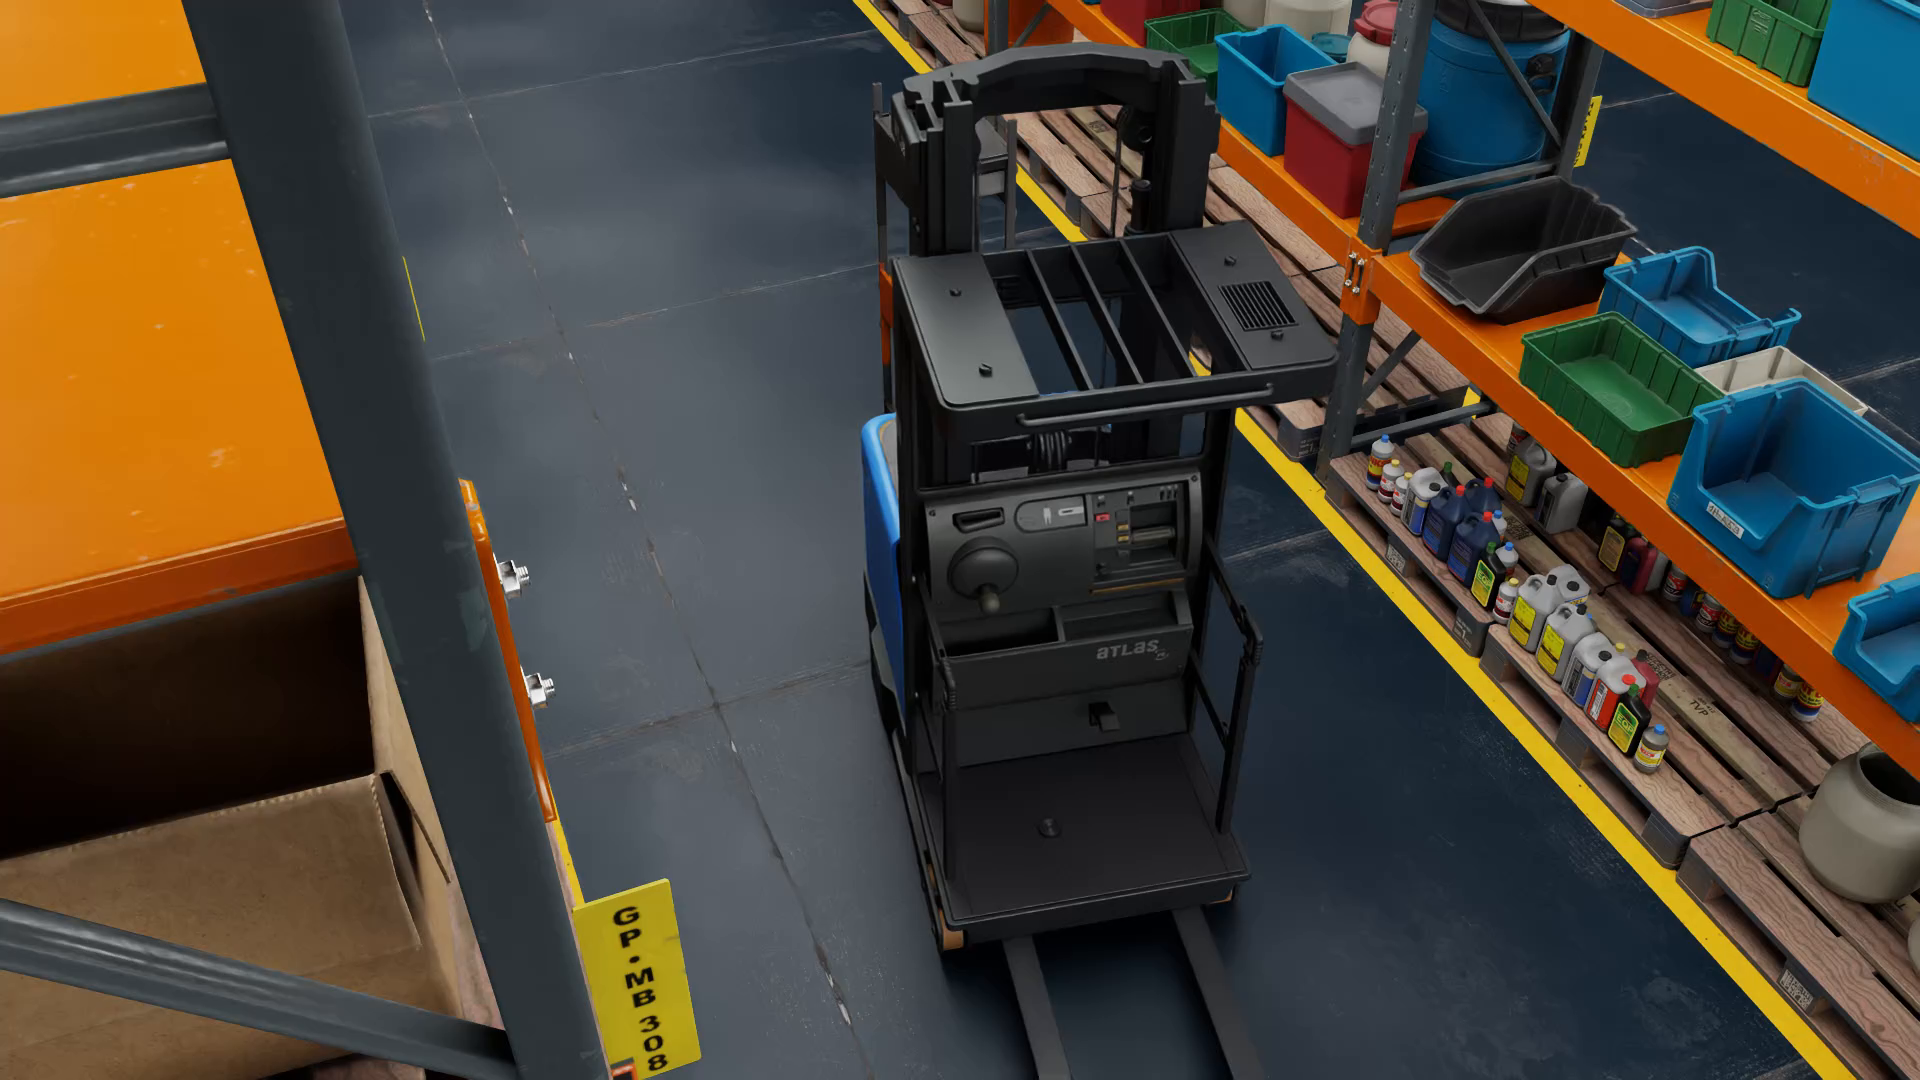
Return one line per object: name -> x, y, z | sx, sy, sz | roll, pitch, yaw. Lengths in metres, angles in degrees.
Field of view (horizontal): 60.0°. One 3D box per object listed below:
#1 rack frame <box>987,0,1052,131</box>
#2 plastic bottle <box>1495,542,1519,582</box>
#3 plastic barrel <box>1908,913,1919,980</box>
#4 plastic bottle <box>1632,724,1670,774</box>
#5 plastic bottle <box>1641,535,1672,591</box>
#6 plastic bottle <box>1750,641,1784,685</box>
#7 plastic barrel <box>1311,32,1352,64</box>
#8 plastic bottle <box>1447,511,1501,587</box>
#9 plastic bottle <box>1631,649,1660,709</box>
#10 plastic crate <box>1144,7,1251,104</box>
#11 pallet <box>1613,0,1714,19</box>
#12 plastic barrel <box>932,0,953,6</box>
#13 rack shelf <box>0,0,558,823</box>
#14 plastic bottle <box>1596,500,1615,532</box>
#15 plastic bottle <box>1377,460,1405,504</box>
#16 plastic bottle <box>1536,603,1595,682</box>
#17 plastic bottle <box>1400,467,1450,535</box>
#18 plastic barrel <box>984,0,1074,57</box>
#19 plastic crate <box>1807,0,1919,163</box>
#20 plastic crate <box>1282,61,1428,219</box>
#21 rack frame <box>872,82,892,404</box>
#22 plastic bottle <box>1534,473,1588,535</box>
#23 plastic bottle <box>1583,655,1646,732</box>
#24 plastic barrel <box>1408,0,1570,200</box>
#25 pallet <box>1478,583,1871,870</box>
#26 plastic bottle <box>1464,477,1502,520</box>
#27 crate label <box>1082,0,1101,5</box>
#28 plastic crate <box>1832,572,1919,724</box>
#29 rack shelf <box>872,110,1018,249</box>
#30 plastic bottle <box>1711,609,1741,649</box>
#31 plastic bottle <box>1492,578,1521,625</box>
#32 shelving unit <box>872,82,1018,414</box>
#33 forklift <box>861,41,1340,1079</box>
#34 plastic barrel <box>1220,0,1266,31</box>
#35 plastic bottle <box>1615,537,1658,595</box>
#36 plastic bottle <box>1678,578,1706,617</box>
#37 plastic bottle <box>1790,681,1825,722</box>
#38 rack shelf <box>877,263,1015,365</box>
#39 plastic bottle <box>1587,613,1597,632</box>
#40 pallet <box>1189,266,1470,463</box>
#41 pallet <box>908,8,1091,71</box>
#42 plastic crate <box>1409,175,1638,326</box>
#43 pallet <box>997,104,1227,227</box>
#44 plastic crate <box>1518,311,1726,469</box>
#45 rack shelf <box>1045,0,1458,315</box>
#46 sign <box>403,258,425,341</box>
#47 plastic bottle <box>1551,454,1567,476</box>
rack frame -> 0.660, -3.939, 9.949 | 1.000, 3.000, 0.127 | -15, 43, -17
plastic bottle -> 2.279, 0.121, 6.983 | 0.097, 0.271, 0.097 | 0, 41, 0
plastic barrel -> 3.399, 1.287, 5.458 | 0.421, 0.512, 0.421 | 0, 41, 0
plastic bottle -> 2.613, 0.777, 6.273 | 0.097, 0.201, 0.097 | 0, 41, 0
plastic bottle -> 2.959, 0.061, 7.048 | 0.152, 0.276, 0.135 | -14, 43, -16
plastic bottle -> 3.246, 0.432, 6.611 | 0.061, 0.283, 0.133 | -14, 43, -16
plastic barrel -> 1.826, -2.313, 8.164 | 0.301, 0.262, 0.301 | 0, 41, 0
plastic bottle -> 2.188, 0.011, 7.049 | 0.144, 0.351, 0.185 | -17, 43, -19
plastic bottle -> 2.640, 0.560, 6.462 | 0.061, 0.283, 0.133 | -15, 43, -17
plastic crate -> 1.263, -2.428, 8.354 | 0.450, 0.188, 0.662 | -15, 43, -17
pallet -> 2.557, -2.185, 5.753 | 1.213, 0.211, 1.003 | -15, 43, -17
plastic barrel -> 0.025, -4.155, 11.727 | 0.600, 0.588, 0.708 | -15, 43, -17
rack shelf -> -1.622, -0.942, 2.720 | 1.077, 0.370, 4.000 | -15, 43, -17
plastic bottle -> 2.878, -0.147, 7.285 | 0.061, 0.283, 0.133 | -12, 42, -14
plastic bottle -> 1.946, -0.273, 7.494 | 0.097, 0.201, 0.097 | 0, 41, 0
plastic bottle -> 2.422, 0.379, 6.621 | 0.144, 0.351, 0.185 | -13, 42, -15
plastic bottle -> 2.057, -0.175, 7.323 | 0.152, 0.276, 0.135 | -14, 43, -15
plastic barrel -> 0.457, -3.566, 10.857 | 0.600, 0.830, 0.708 | -15, 43, -17
plastic crate -> 2.713, -1.325, 4.621 | 0.392, 0.384, 0.575 | -15, 43, -17
plastic crate -> 1.723, -1.769, 7.376 | 0.402, 0.464, 0.583 | -15, 43, -17
rack frame -> -0.157, -1.043, 7.271 | 0.400, 2.100, 0.015 | -15, 43, -17
plastic bottle -> 2.649, -0.180, 7.329 | 0.152, 0.276, 0.135 | -15, 43, -17
plastic bottle -> 2.542, 0.590, 6.433 | 0.152, 0.276, 0.135 | -15, 43, -17
plastic barrel -> 2.323, -2.028, 7.342 | 0.600, 0.901, 0.708 | -15, 43, -17
pallet -> 2.880, 0.679, 6.718 | 1.003, 0.211, 1.213 | -15, 43, -17
plastic bottle -> 2.249, -0.138, 7.223 | 0.144, 0.351, 0.185 | -15, 43, -17
crate label -> 0.790, -3.287, 9.163 | 0.502, 0.435, 0.616 | -15, 43, -17
plastic crate -> 3.010, 0.317, 5.114 | 0.499, 0.251, 0.408 | -15, 43, -17
rack shelf -> -0.063, -1.416, 6.652 | 0.431, 0.518, 0.480 | -15, 43, -17
plastic bottle -> 3.146, 0.311, 6.762 | 0.097, 0.271, 0.097 | 0, 41, 0
plastic bottle -> 2.275, 0.244, 6.893 | 0.097, 0.201, 0.097 | 0, 41, 0
shelving unit -> -0.063, -0.896, 7.100 | 0.431, 2.100, 0.503 | -15, 43, -17
forklift -> 0.394, 0.086, 5.321 | 1.130, 2.935, 3.031 | -8, 41, -9
plastic barrel -> 1.581, -2.915, 8.653 | 0.433, 0.535, 0.433 | 0, 41, 0
plastic bottle -> 2.861, 0.085, 7.015 | 0.061, 0.283, 0.133 | -15, 43, -17
plastic bottle -> 3.068, 0.189, 6.904 | 0.097, 0.271, 0.097 | 0, 41, 0
plastic bottle -> 3.315, 0.578, 6.451 | 0.097, 0.271, 0.097 | 0, 41, 0
rack shelf -> -0.063, -0.886, 7.109 | 0.431, 0.518, 0.480 | -15, 43, -17
plastic bottle -> 2.517, 0.380, 6.735 | 0.097, 0.201, 0.097 | 0, 41, 0
pallet -> 1.854, -0.936, 8.595 | 1.003, 0.211, 1.213 | -15, 43, -17
pallet -> 0.320, -3.347, 11.398 | 1.003, 0.211, 1.213 | -15, 43, -17
plastic crate -> 2.273, -1.159, 6.764 | 0.767, 0.338, 0.504 | -15, 43, -17
pallet -> 0.921, -2.406, 10.304 | 1.003, 0.211, 1.213 | -15, 43, -17
plastic crate -> 2.449, -0.561, 6.183 | 0.450, 0.188, 0.662 | -15, 43, -17
rack shelf -> 1.425, -2.462, 8.783 | 1.077, 0.370, 4.000 | -15, 43, -17
sign -> -1.875, -0.794, 5.567 | 0.100, 0.325, 0.005 | -15, 43, -17
plastic bottle -> 2.703, -0.376, 7.500 | 0.144, 0.351, 0.185 | -16, 43, -18
